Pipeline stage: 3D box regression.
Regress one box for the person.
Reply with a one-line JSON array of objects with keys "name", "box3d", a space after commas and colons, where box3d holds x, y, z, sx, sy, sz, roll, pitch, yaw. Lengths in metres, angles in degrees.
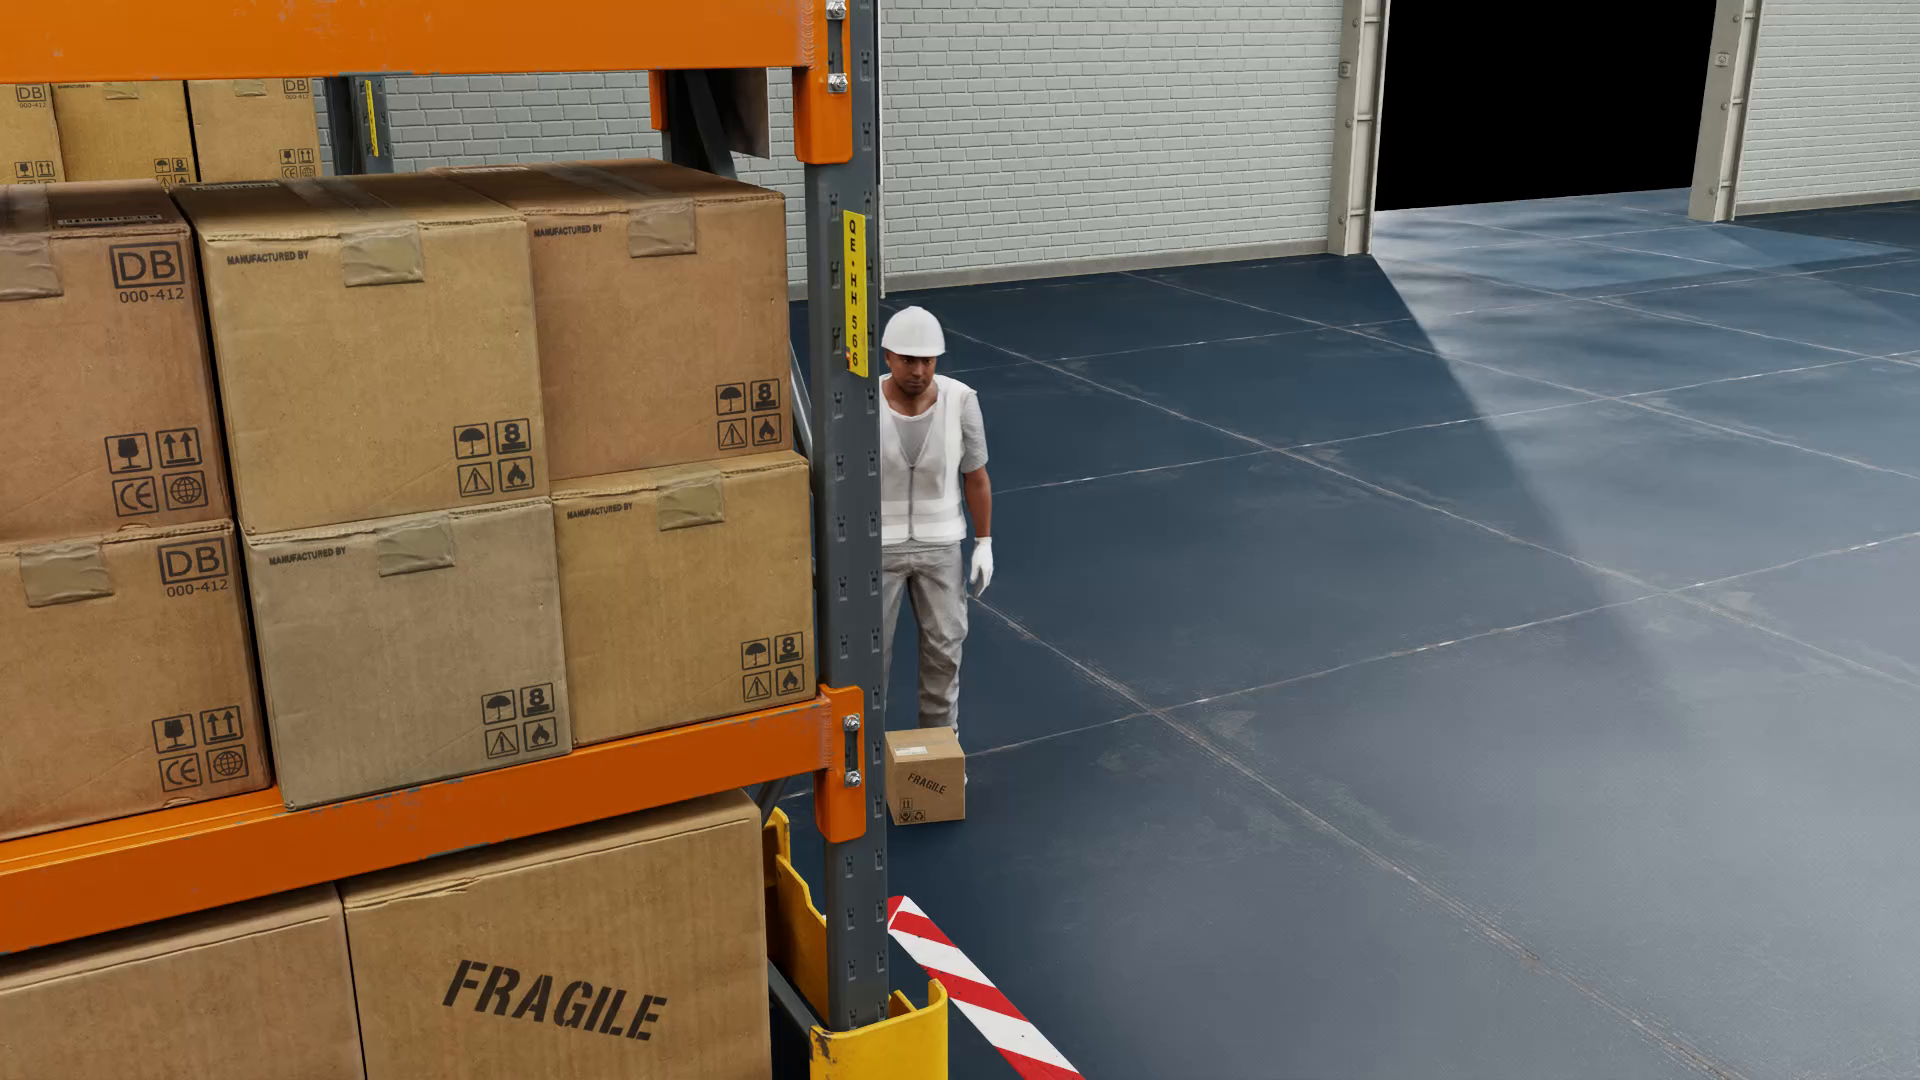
[{"name": "person", "box3d": [-0.187, 0.045, 5.902, 0.618, 1.775, 0.446, -3, 19, -9]}]
